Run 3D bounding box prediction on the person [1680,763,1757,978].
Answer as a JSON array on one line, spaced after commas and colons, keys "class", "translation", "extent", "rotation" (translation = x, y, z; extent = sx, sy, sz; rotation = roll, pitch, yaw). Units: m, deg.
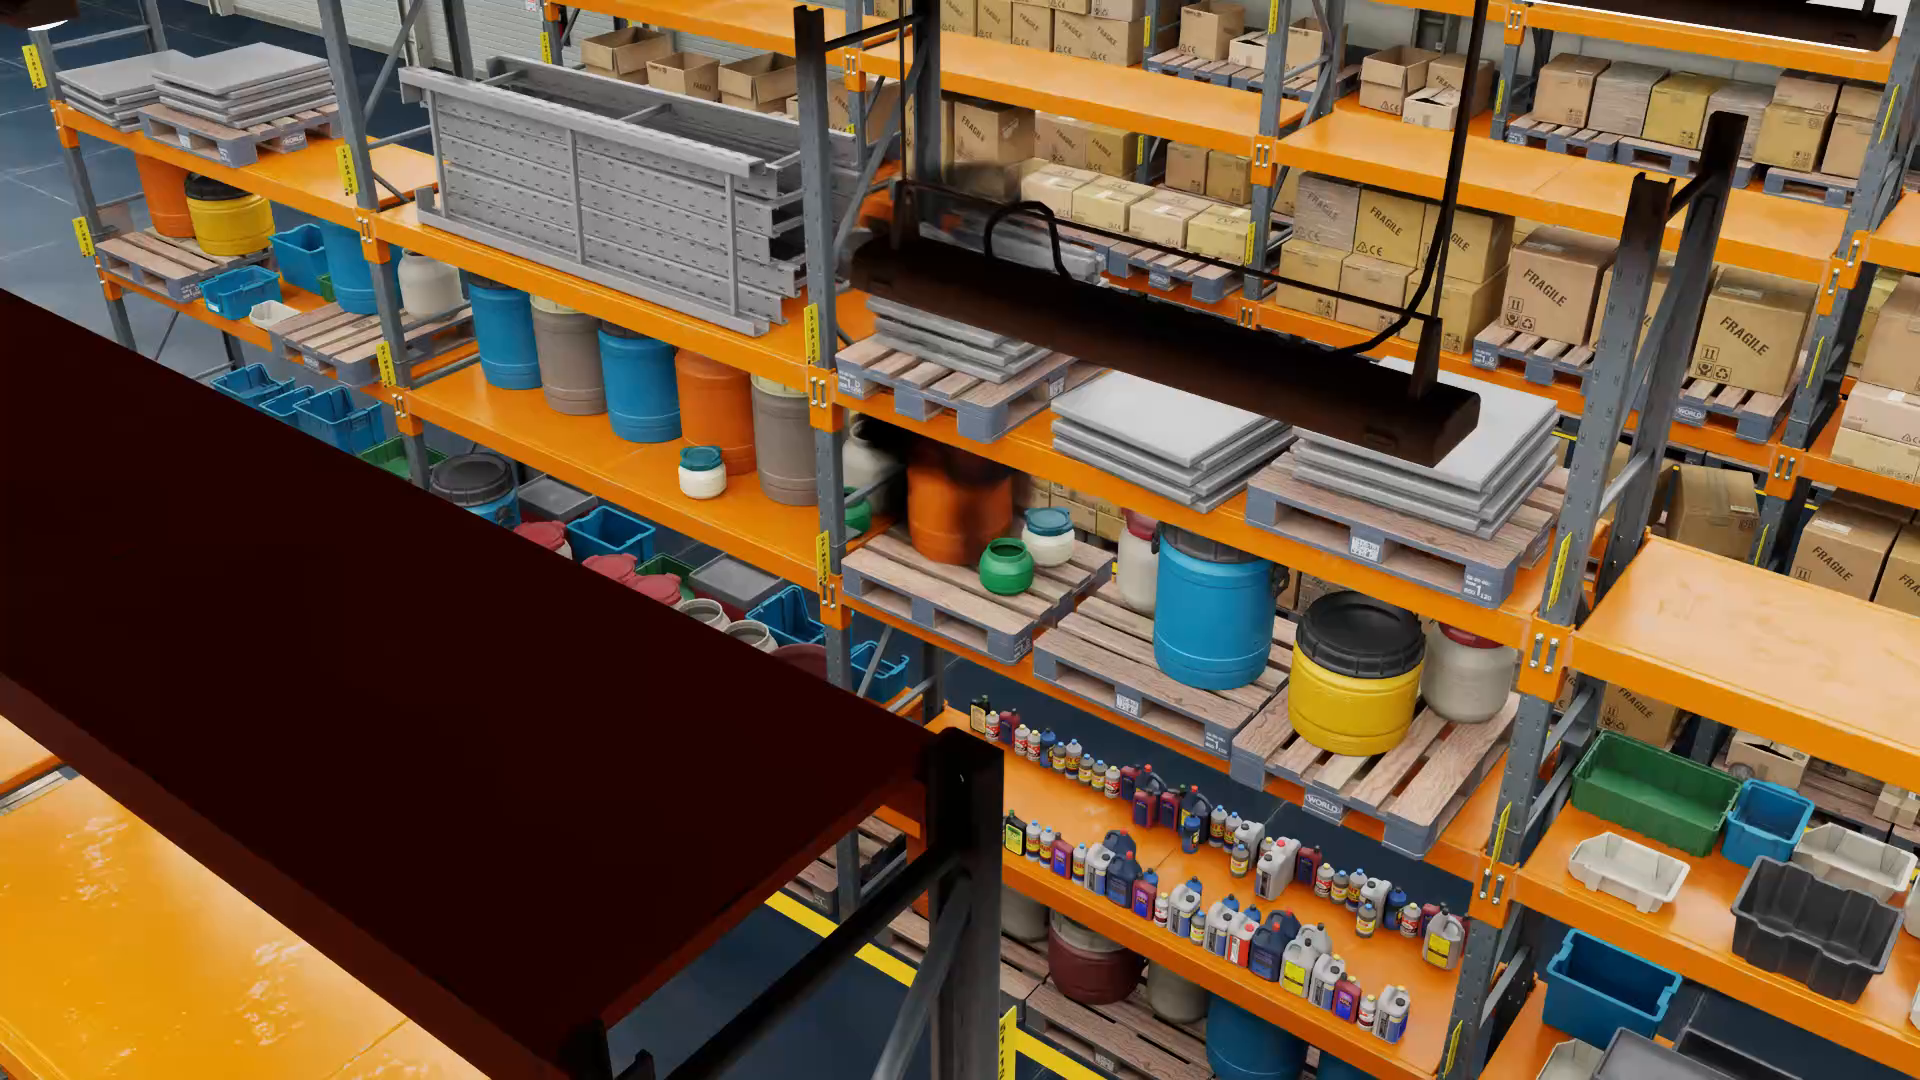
[{"class": "person", "translation": [4.844, 2.096, 10.335], "extent": [0.939, 1.623, 0.606], "rotation": [14, 34, 22]}]
